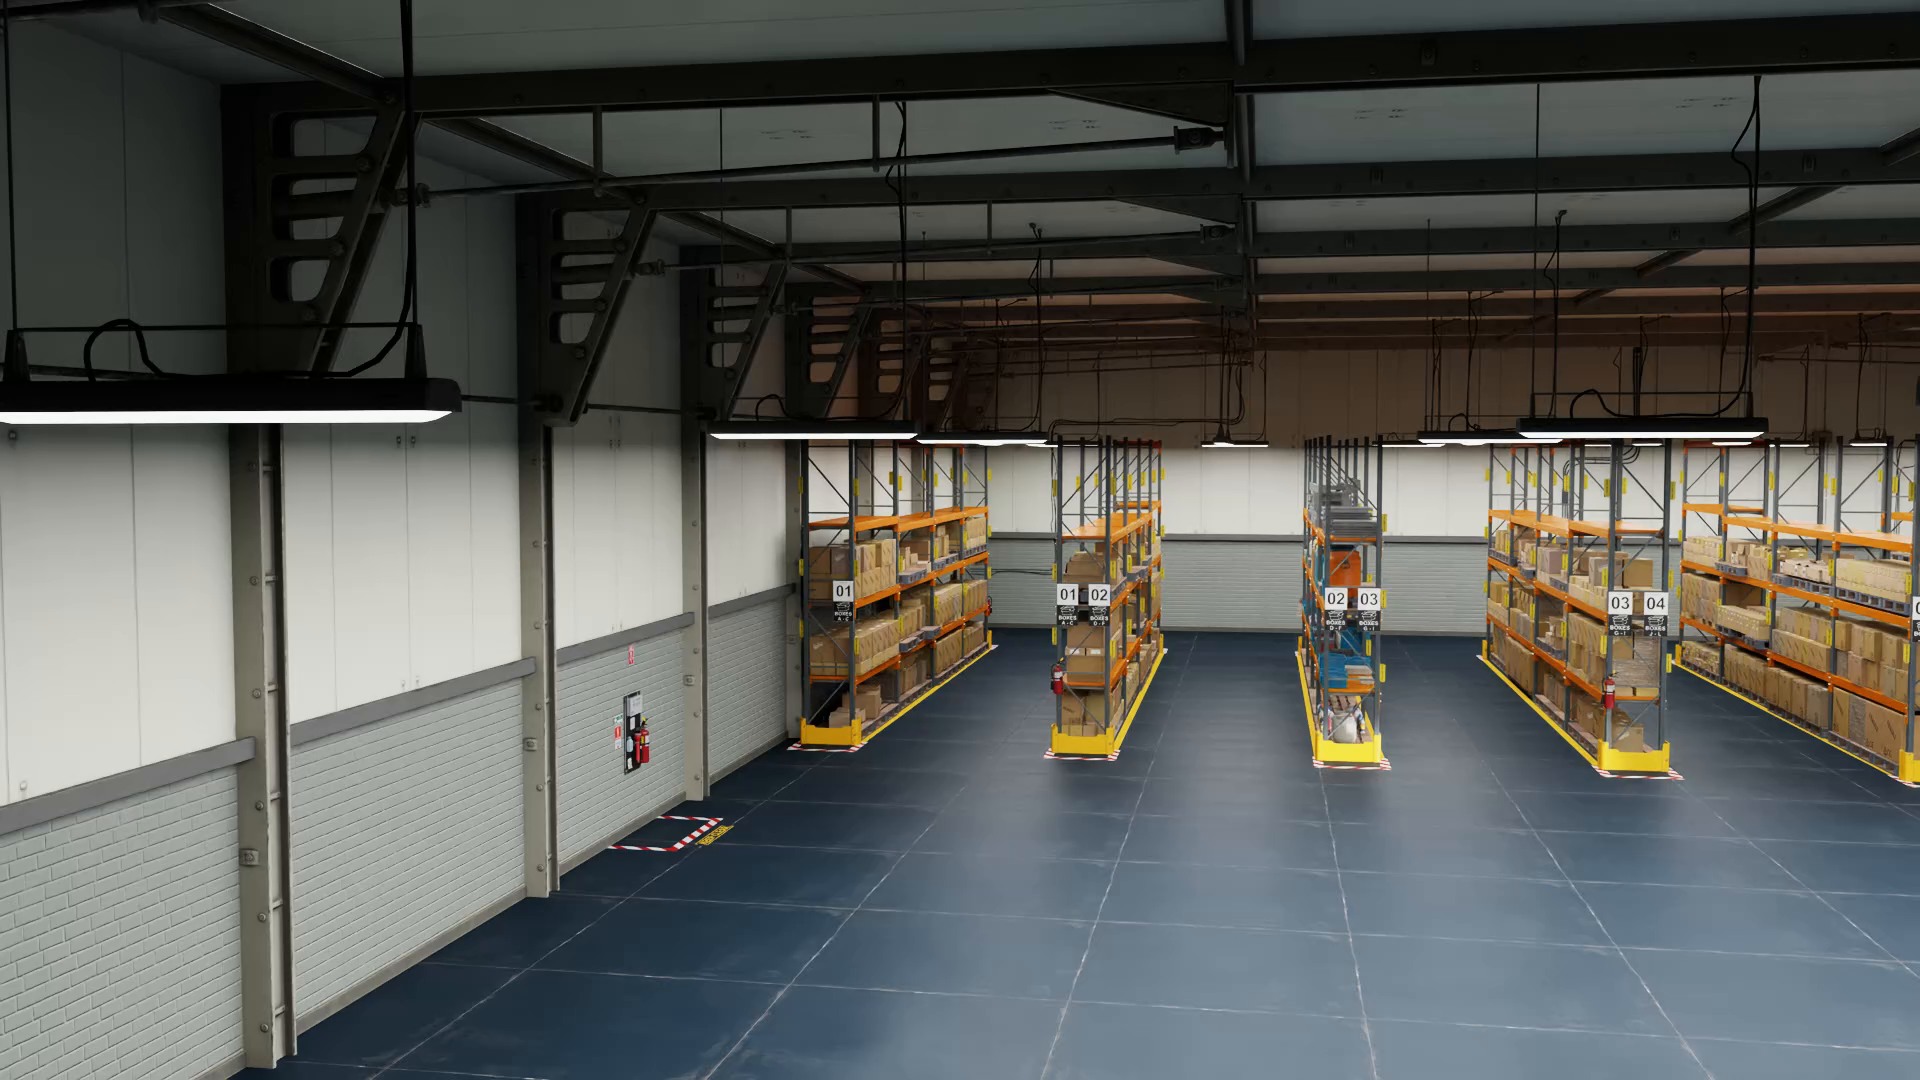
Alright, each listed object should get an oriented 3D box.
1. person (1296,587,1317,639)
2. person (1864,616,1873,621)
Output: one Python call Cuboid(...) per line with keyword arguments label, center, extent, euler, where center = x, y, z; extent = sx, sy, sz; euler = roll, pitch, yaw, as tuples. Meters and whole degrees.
Cuboid(label="person", center=(10.377, 2.167, 49.398), extent=(0.575, 1.606, 0.873), euler=(2, 4, 38))
Cuboid(label="person", center=(25.970, 2.315, 47.397), extent=(0.593, 1.659, 0.441), euler=(0, 3, -5))
